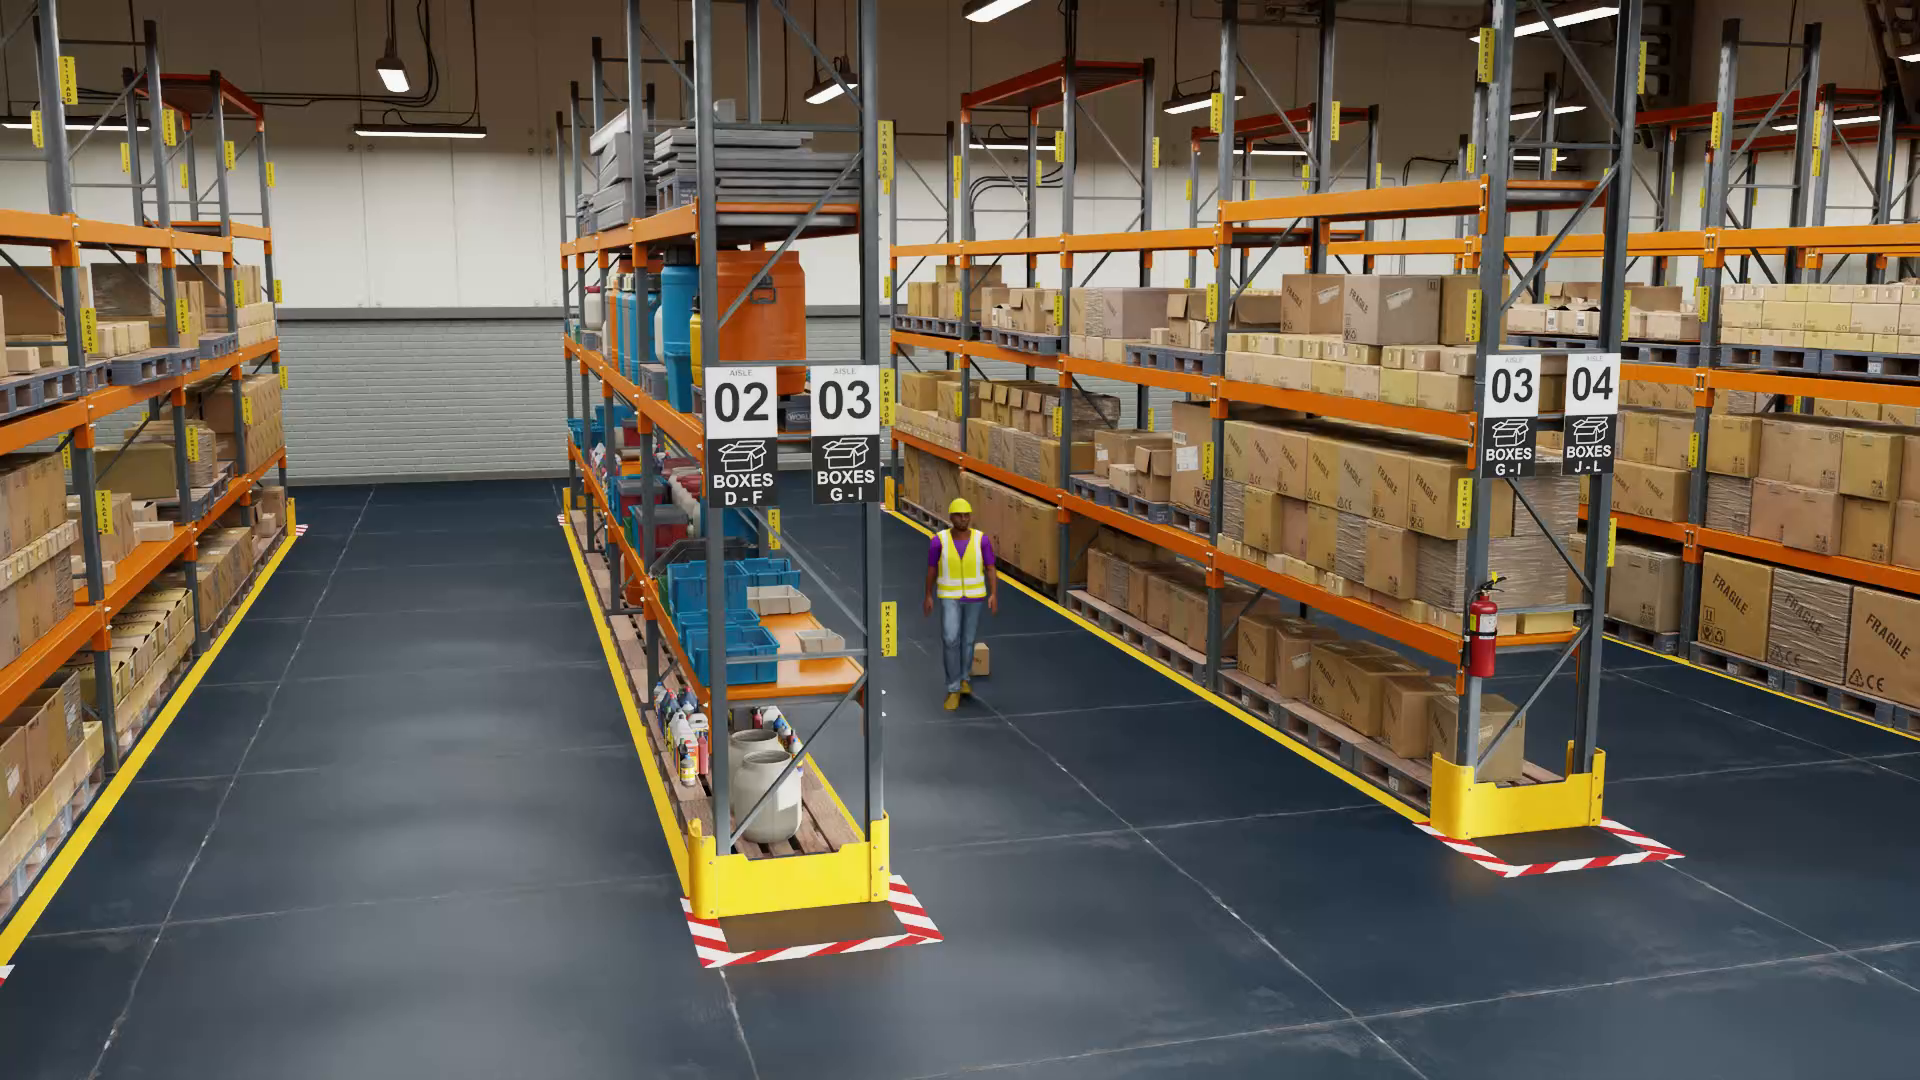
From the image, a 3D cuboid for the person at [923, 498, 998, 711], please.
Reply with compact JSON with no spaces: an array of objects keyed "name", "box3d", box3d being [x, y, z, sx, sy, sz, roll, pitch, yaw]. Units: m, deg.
[{"name":"person","box3d":[0.017,0.549,14.473,0.627,1.818,0.687,-1,9,-9]}]
